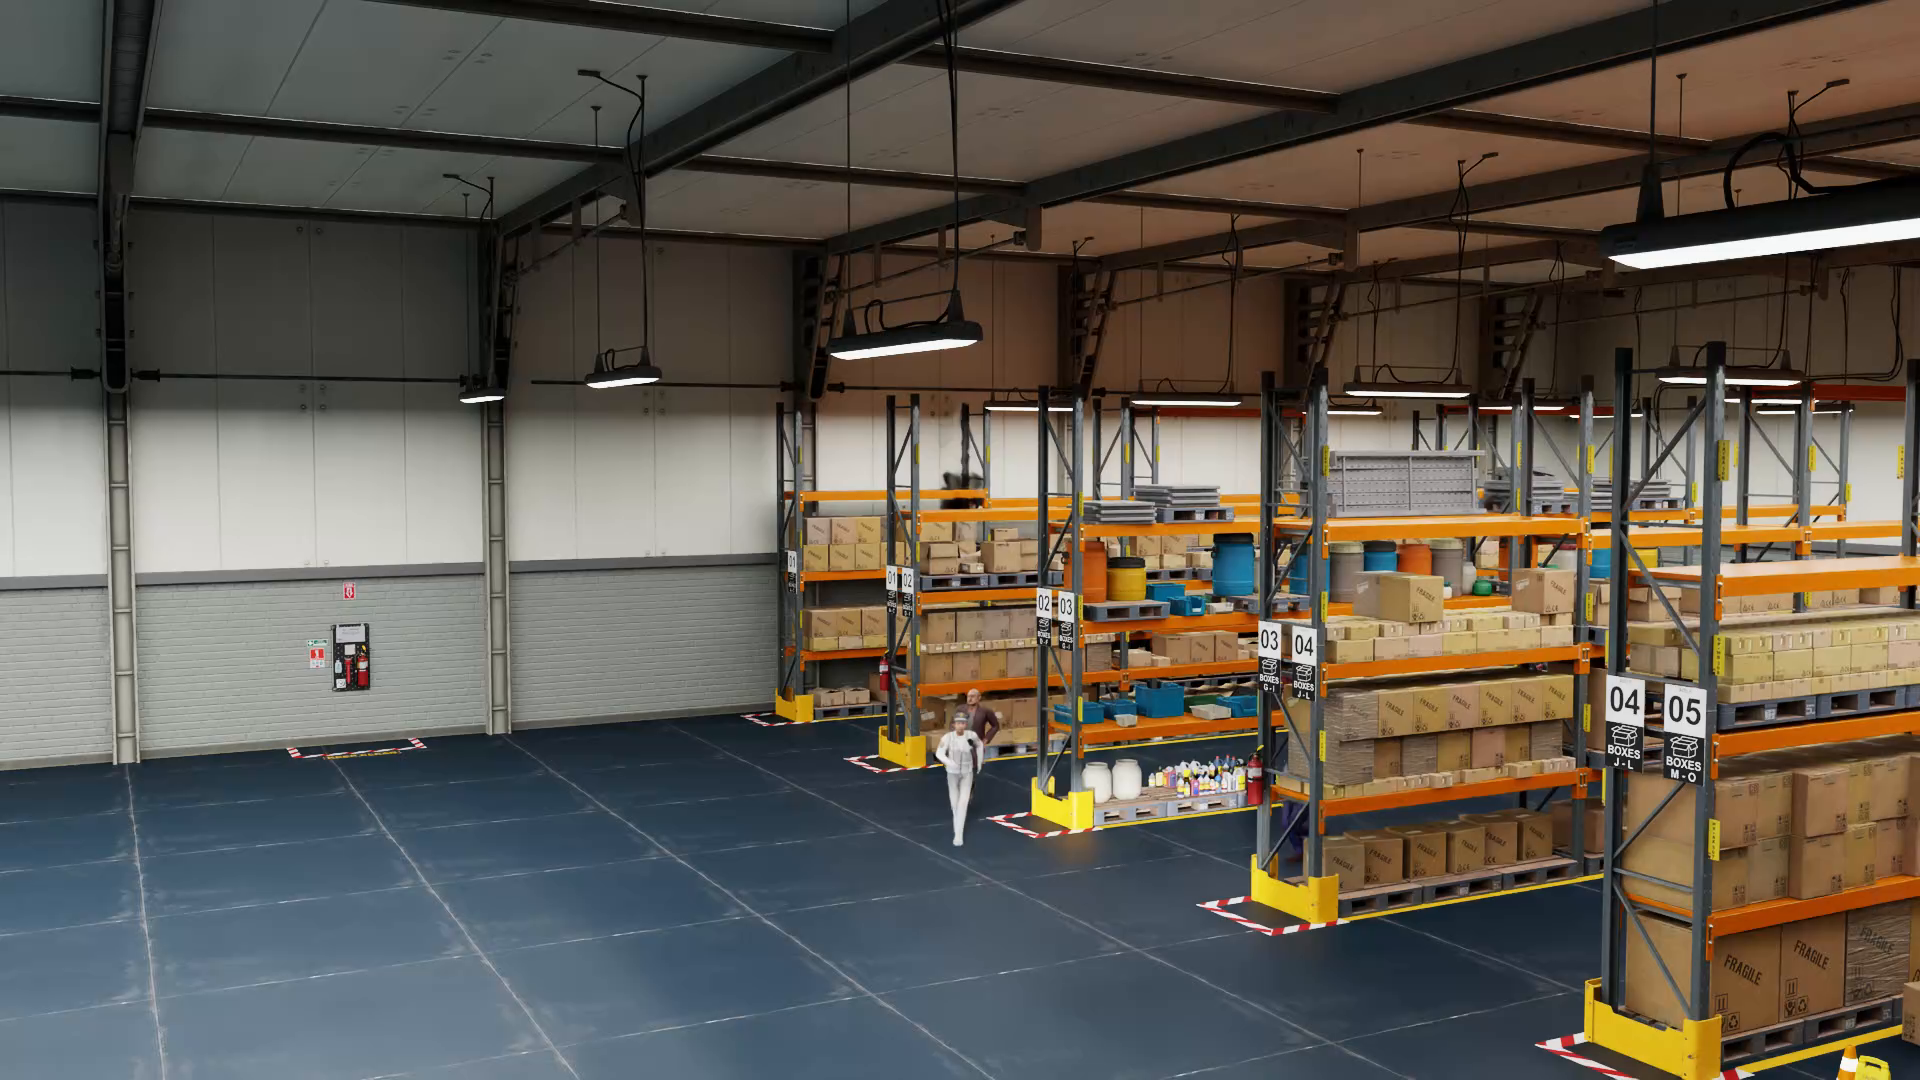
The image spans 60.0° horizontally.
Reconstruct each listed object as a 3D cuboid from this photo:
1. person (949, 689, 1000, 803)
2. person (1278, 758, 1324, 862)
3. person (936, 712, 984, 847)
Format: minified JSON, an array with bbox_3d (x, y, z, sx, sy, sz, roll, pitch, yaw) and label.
[{"bbox_3d":[0.183,2.966,23.403,0.720,1.779,0.929,1,4,23],"label":"person"},{"bbox_3d":[4.228,3.201,20.670,0.535,1.608,0.661,-2,4,-32],"label":"person"},{"bbox_3d":[0.000,3.090,21.905,0.637,1.684,0.982,0,3,-2],"label":"person"}]
